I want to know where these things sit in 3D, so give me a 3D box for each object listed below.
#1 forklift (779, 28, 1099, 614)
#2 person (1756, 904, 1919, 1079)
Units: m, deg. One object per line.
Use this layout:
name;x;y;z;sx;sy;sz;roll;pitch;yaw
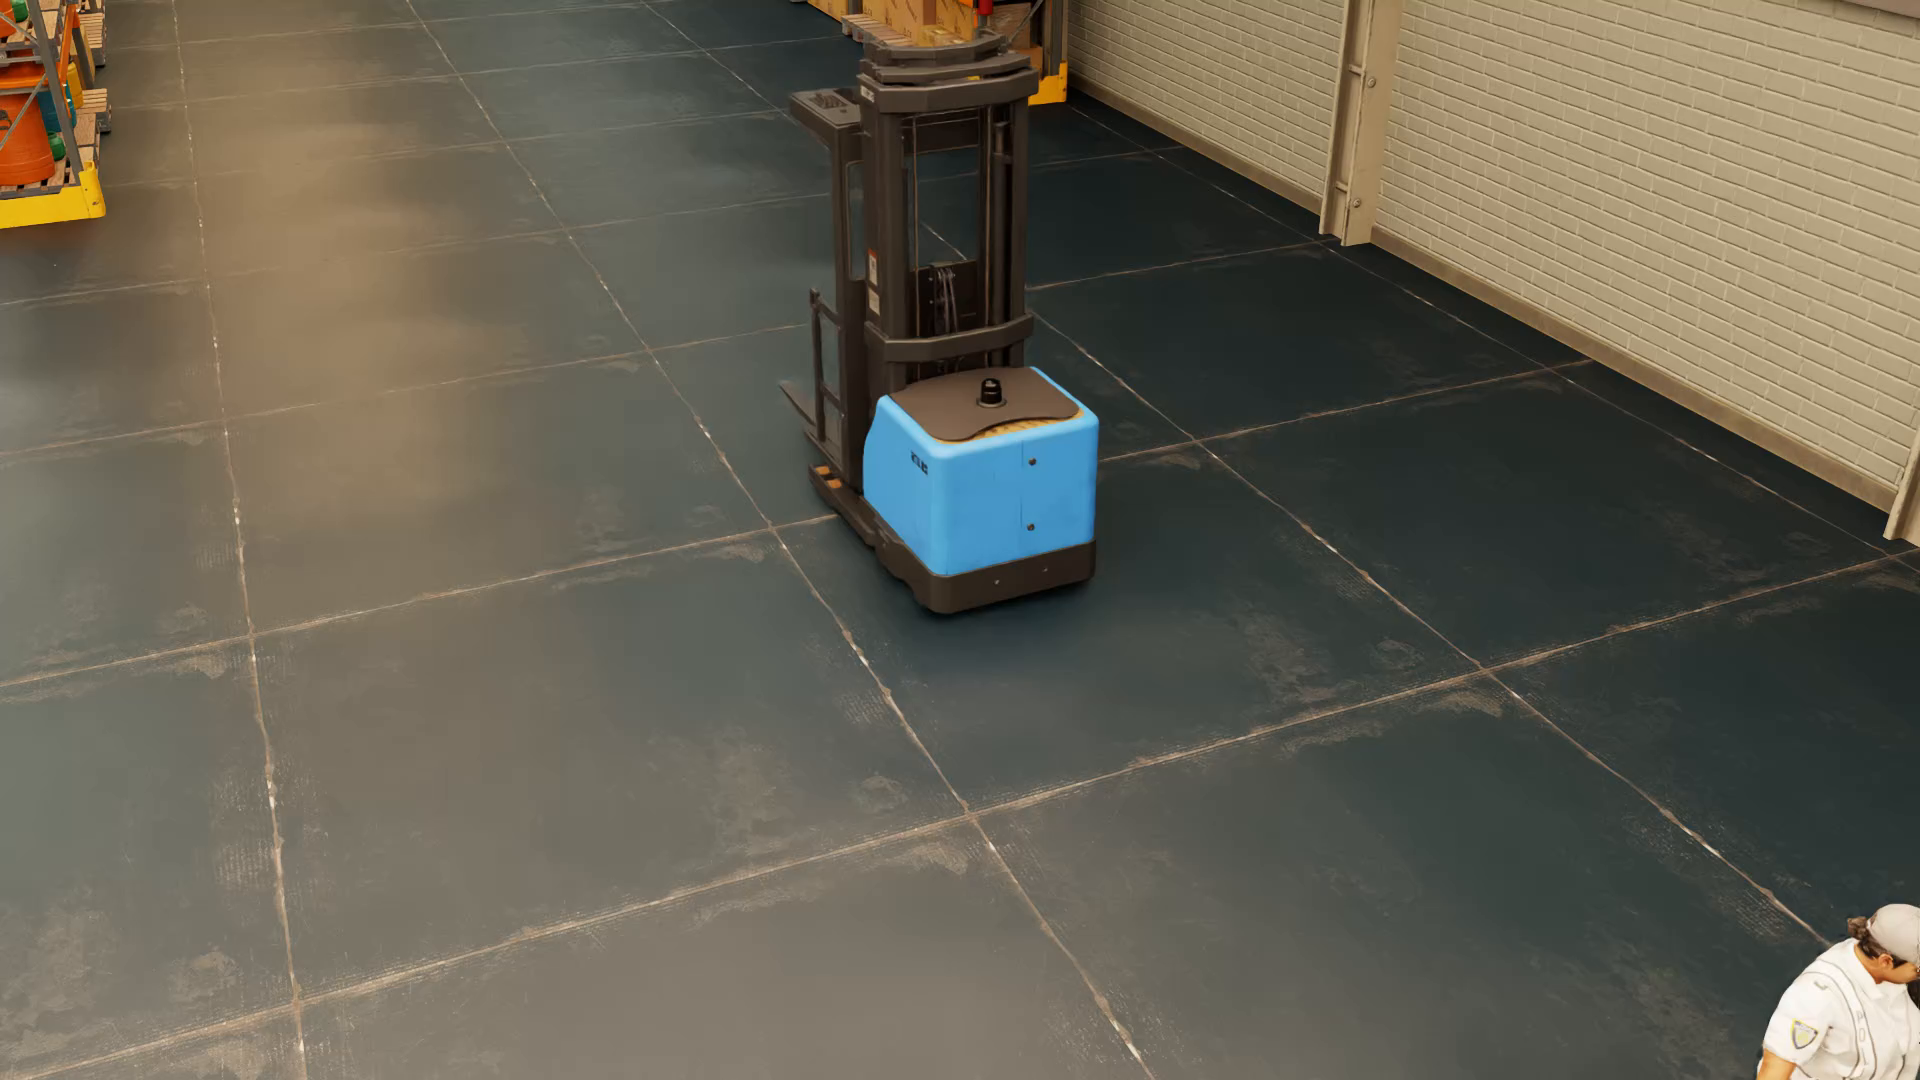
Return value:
forklift;-0.309;-1.573;9.872;1.130;2.935;3.031;-13;32;-22
person;2.796;1.858;5.236;0.913;1.689;0.585;-14;33;-23
